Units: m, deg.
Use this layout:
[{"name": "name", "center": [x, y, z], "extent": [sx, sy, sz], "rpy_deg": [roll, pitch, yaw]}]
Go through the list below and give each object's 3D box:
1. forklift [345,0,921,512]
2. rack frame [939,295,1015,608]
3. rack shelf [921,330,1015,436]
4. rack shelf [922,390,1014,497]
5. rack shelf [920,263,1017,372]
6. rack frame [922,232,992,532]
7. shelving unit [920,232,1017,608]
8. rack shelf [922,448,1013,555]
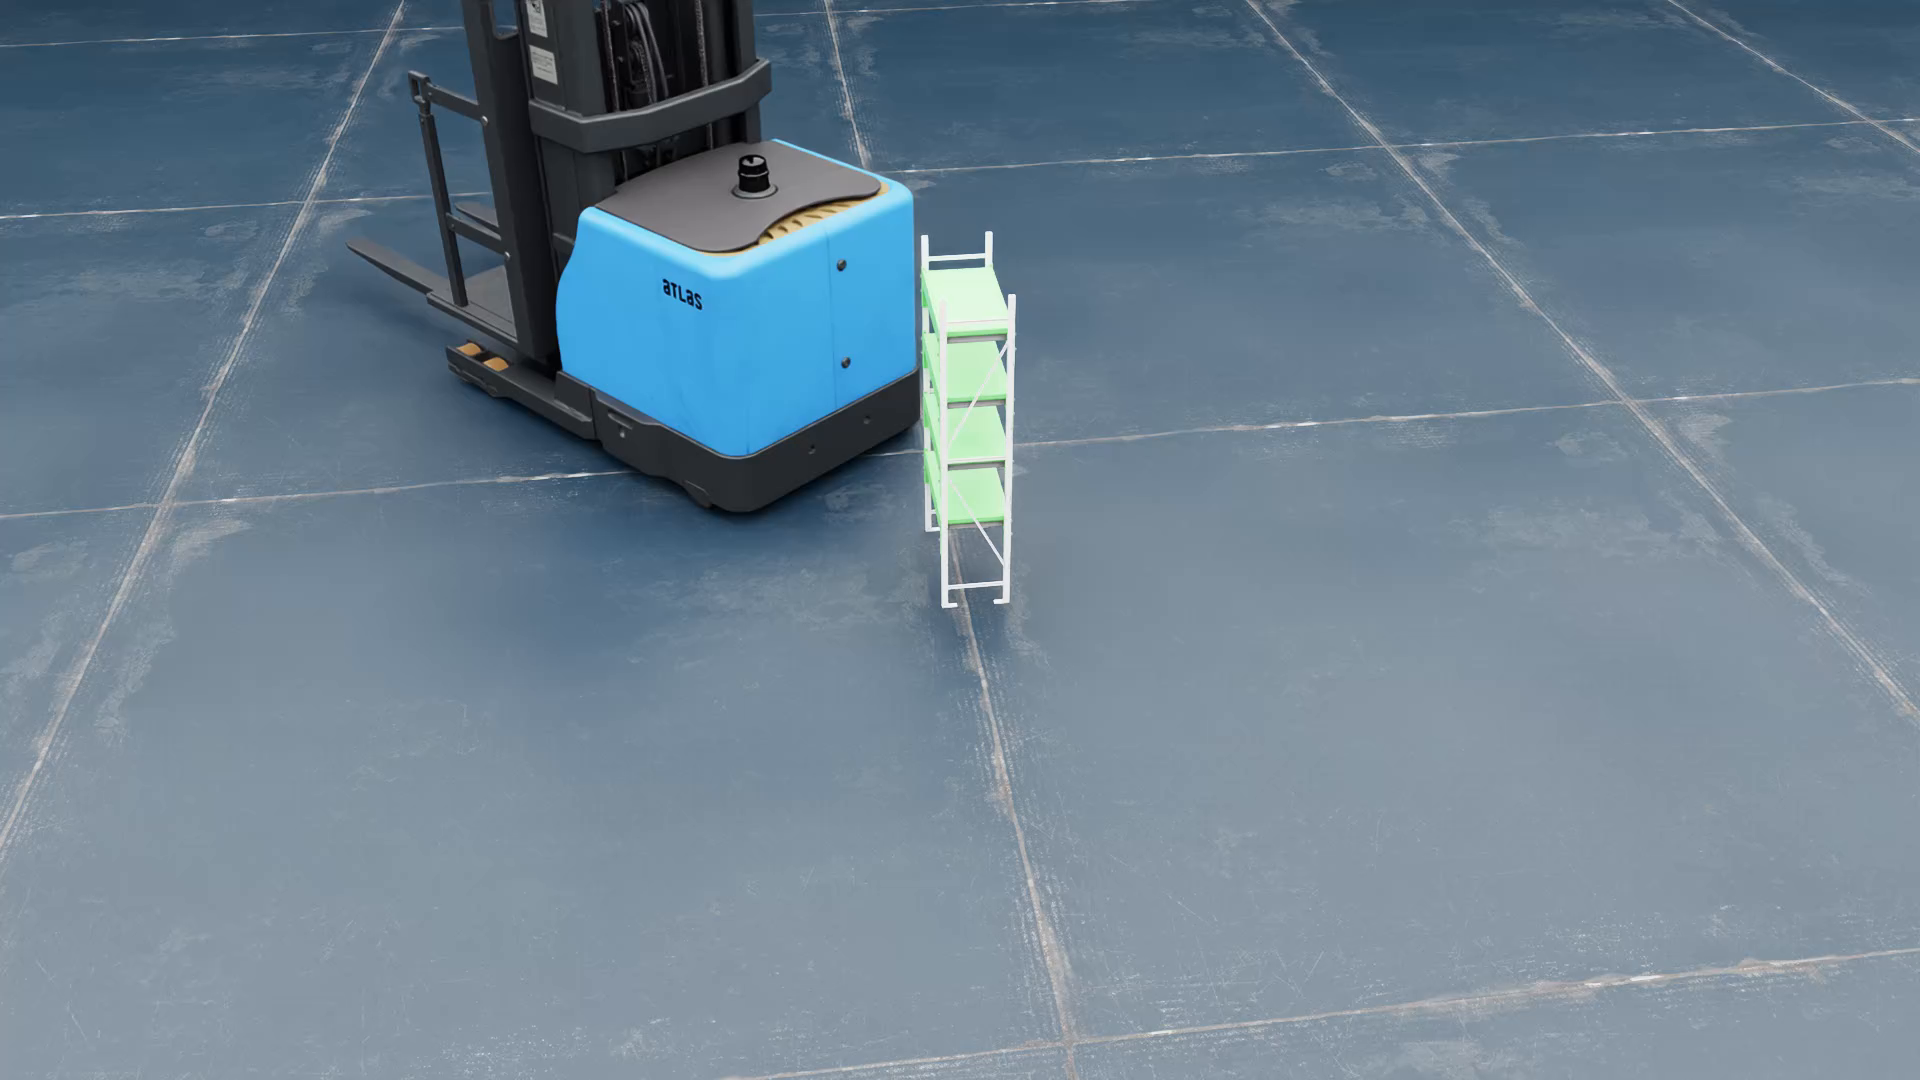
[{"name": "forklift", "center": [-1.594, -2.021, 6.613], "extent": [3.031, 2.935, 1.130], "rpy_deg": [27, 43, 34]}, {"name": "rack frame", "center": [0.055, -0.267, 5.577], "extent": [0.240, 1.200, 0.015], "rpy_deg": [-4, 35, -6]}, {"name": "rack shelf", "center": [0.022, -0.549, 5.677], "extent": [0.258, 0.148, 0.480], "rpy_deg": [-4, 35, -6]}, {"name": "rack shelf", "center": [0.022, -0.351, 5.813], "extent": [0.258, 0.148, 0.480], "rpy_deg": [-4, 35, -6]}, {"name": "rack shelf", "center": [0.022, -0.747, 5.542], "extent": [0.258, 0.148, 0.480], "rpy_deg": [-4, 35, -6]}, {"name": "rack frame", "center": [-0.011, -0.540, 5.976], "extent": [0.240, 1.200, 0.015], "rpy_deg": [-4, 35, -6]}, {"name": "shelving unit", "center": [0.022, -0.403, 5.777], "extent": [0.258, 1.200, 0.503], "rpy_deg": [-4, 35, -6]}, {"name": "rack shelf", "center": [0.022, -0.152, 5.948], "extent": [0.258, 0.148, 0.480], "rpy_deg": [-4, 35, -6]}]
